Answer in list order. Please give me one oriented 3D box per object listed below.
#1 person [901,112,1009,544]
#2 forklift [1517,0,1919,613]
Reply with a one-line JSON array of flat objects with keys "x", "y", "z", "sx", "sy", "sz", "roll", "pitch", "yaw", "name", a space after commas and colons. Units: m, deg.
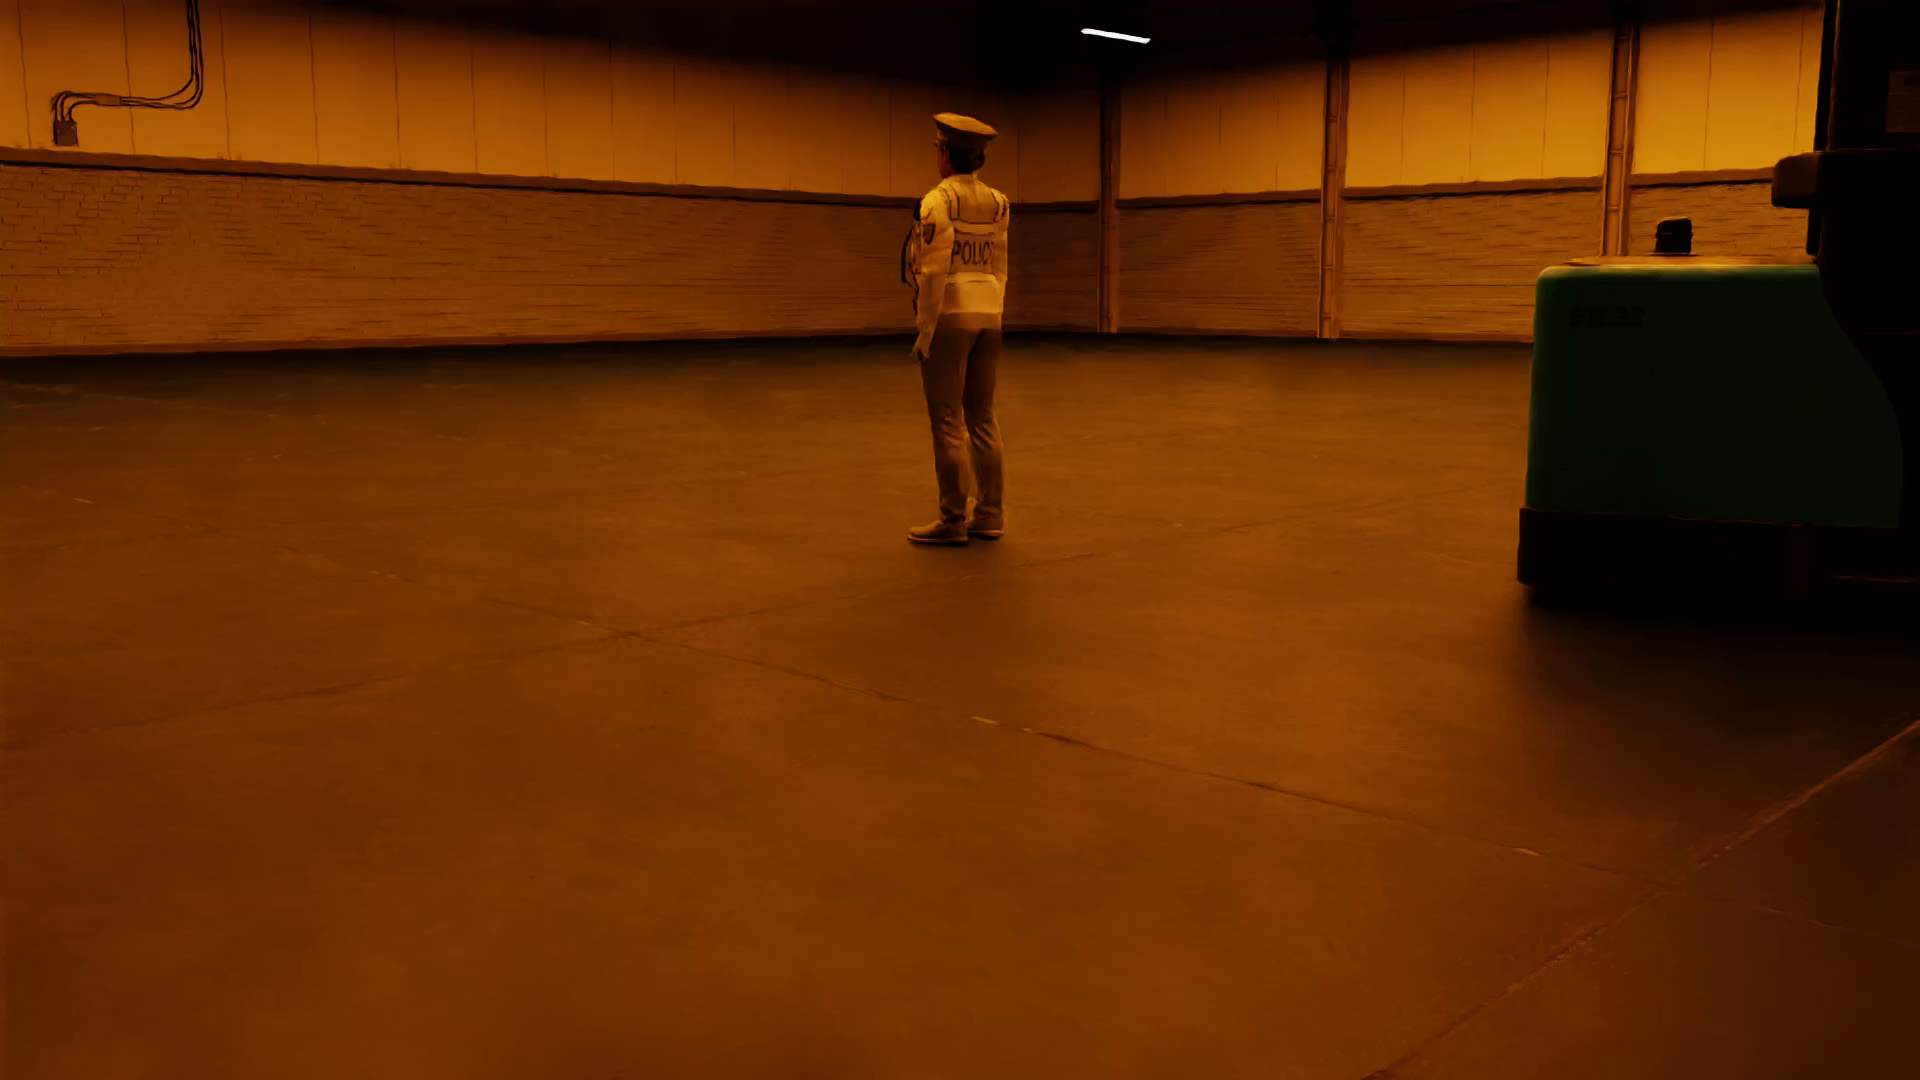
[{"x": -0.012, "y": -0.835, "z": 6.601, "sx": 0.337, "sy": 1.692, "sz": 0.463, "roll": 8, "pitch": 12, "yaw": 43, "name": "person"}, {"x": 3.365, "y": -1.219, "z": 4.967, "sx": 3.031, "sy": 2.935, "sz": 1.130, "roll": 4, "pitch": 9, "yaw": 24, "name": "forklift"}]
